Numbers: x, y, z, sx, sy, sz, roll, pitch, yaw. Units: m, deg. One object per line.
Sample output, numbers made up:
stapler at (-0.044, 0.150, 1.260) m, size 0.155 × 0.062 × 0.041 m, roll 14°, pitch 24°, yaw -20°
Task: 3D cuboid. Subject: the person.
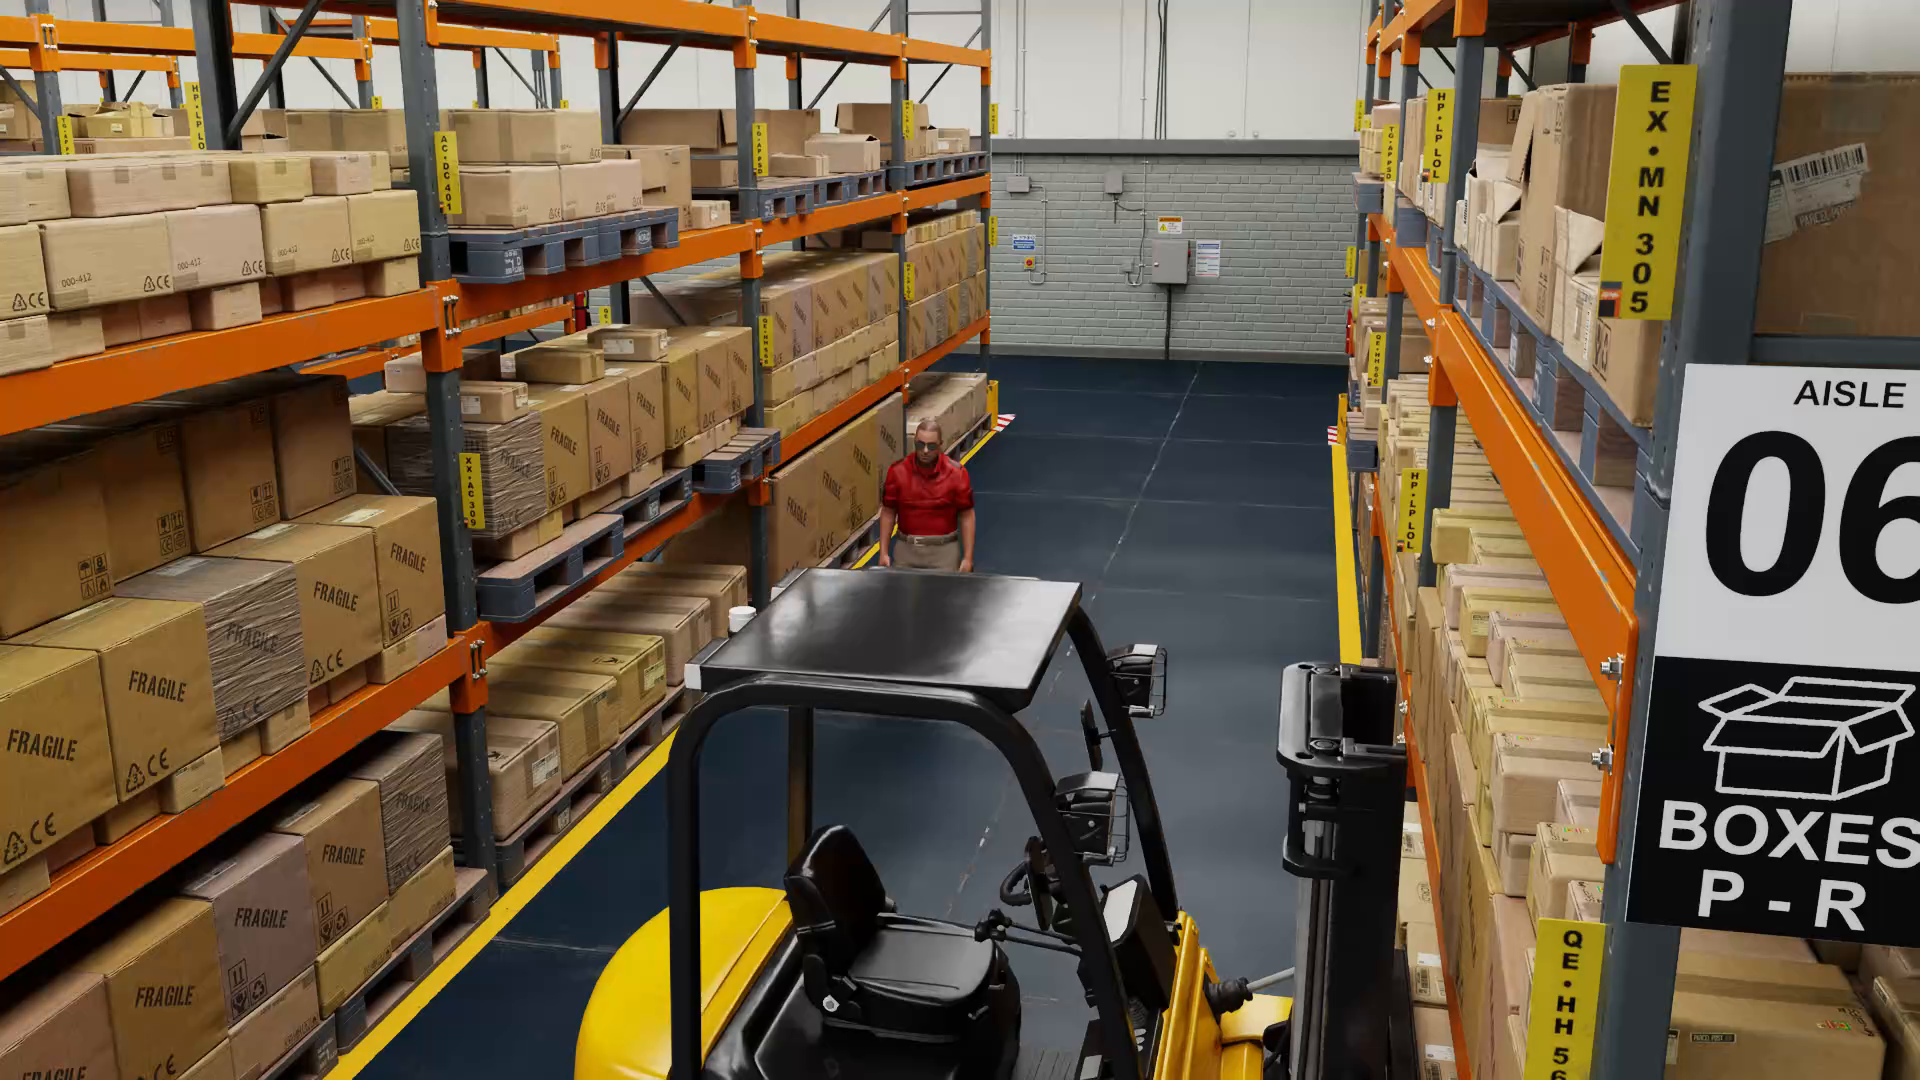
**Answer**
person at (-0.210, 0.116, 10.094) m, size 0.603 × 1.726 × 0.394 m, roll 2°, pitch 15°, yaw 8°
